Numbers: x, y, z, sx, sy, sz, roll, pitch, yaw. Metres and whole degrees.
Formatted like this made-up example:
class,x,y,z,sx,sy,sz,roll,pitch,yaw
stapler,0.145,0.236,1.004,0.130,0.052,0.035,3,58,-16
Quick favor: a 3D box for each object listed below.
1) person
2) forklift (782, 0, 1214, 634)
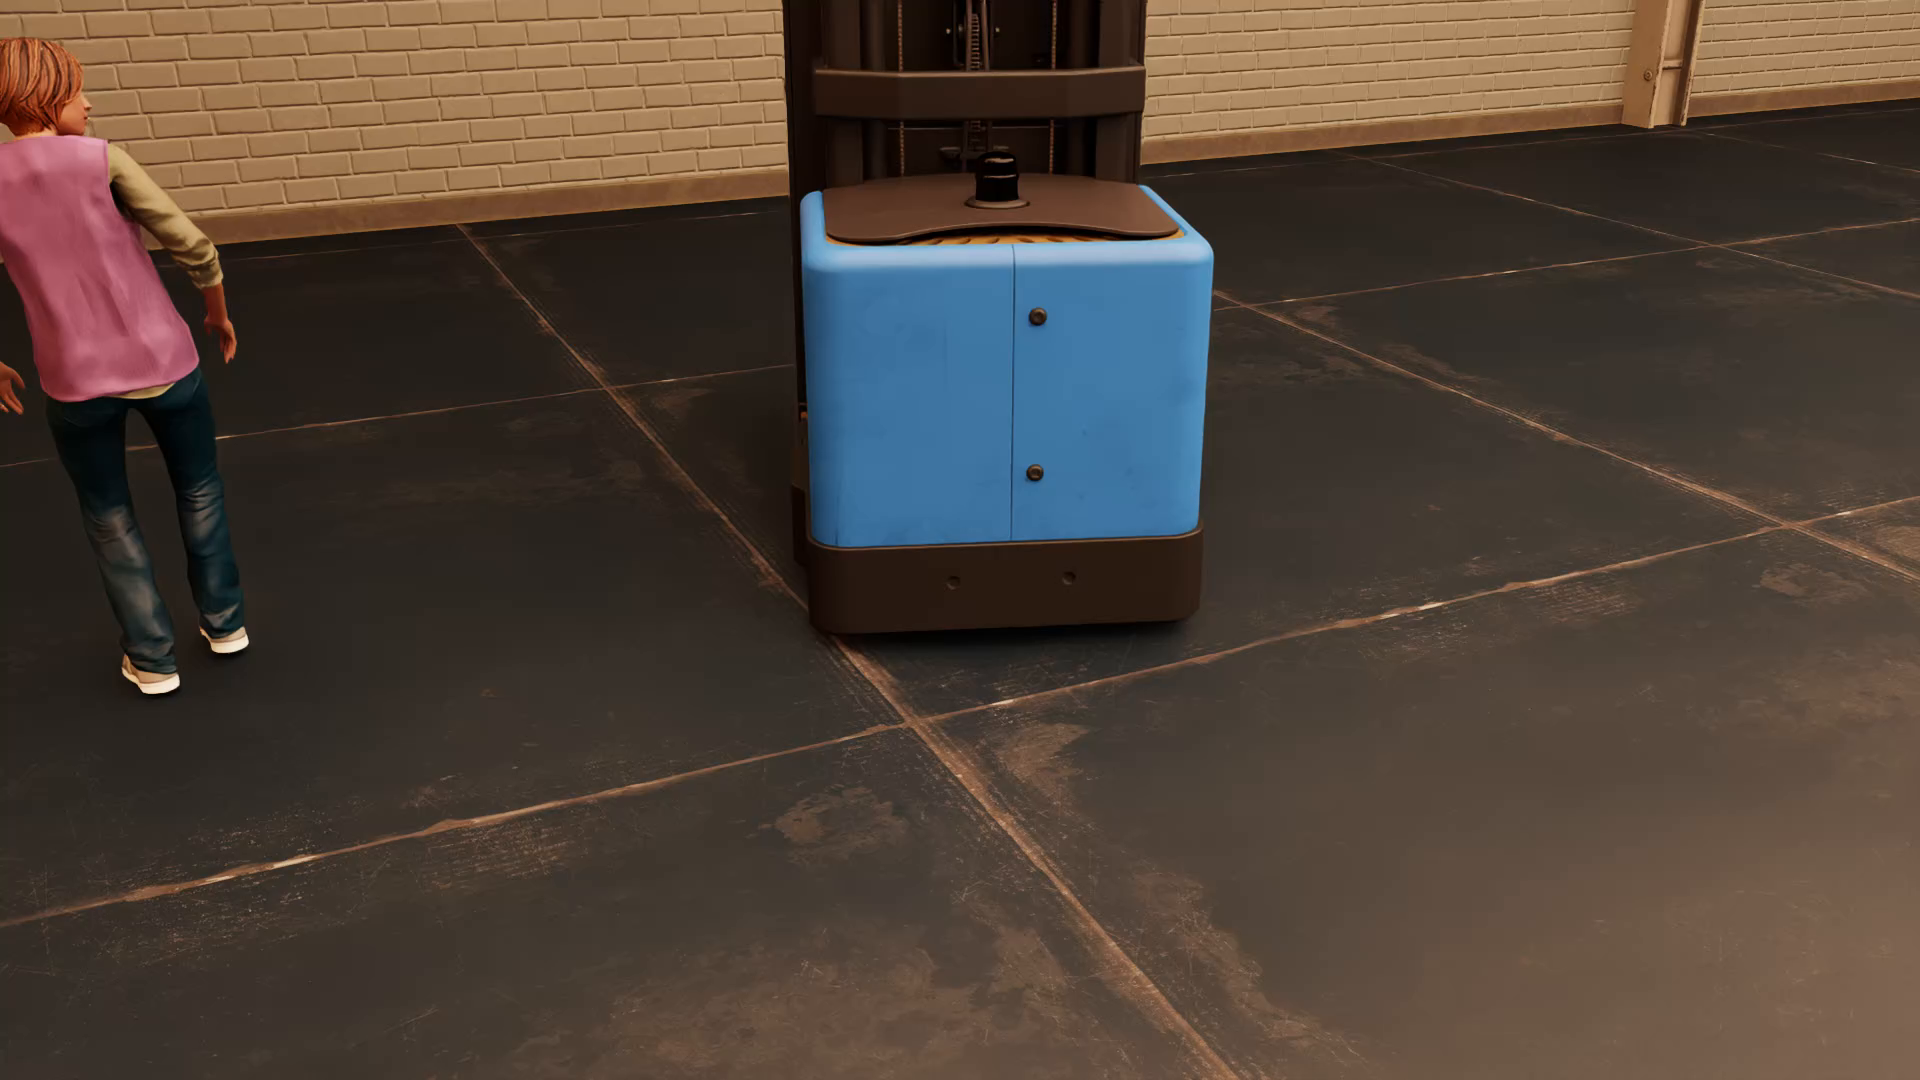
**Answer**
class,x,y,z,sx,sy,sz,roll,pitch,yaw
person,-2.070,-0.396,4.022,0.612,1.575,0.449,-10,25,-23
forklift,-0.011,-1.635,5.222,1.130,2.935,3.031,-2,23,-5
